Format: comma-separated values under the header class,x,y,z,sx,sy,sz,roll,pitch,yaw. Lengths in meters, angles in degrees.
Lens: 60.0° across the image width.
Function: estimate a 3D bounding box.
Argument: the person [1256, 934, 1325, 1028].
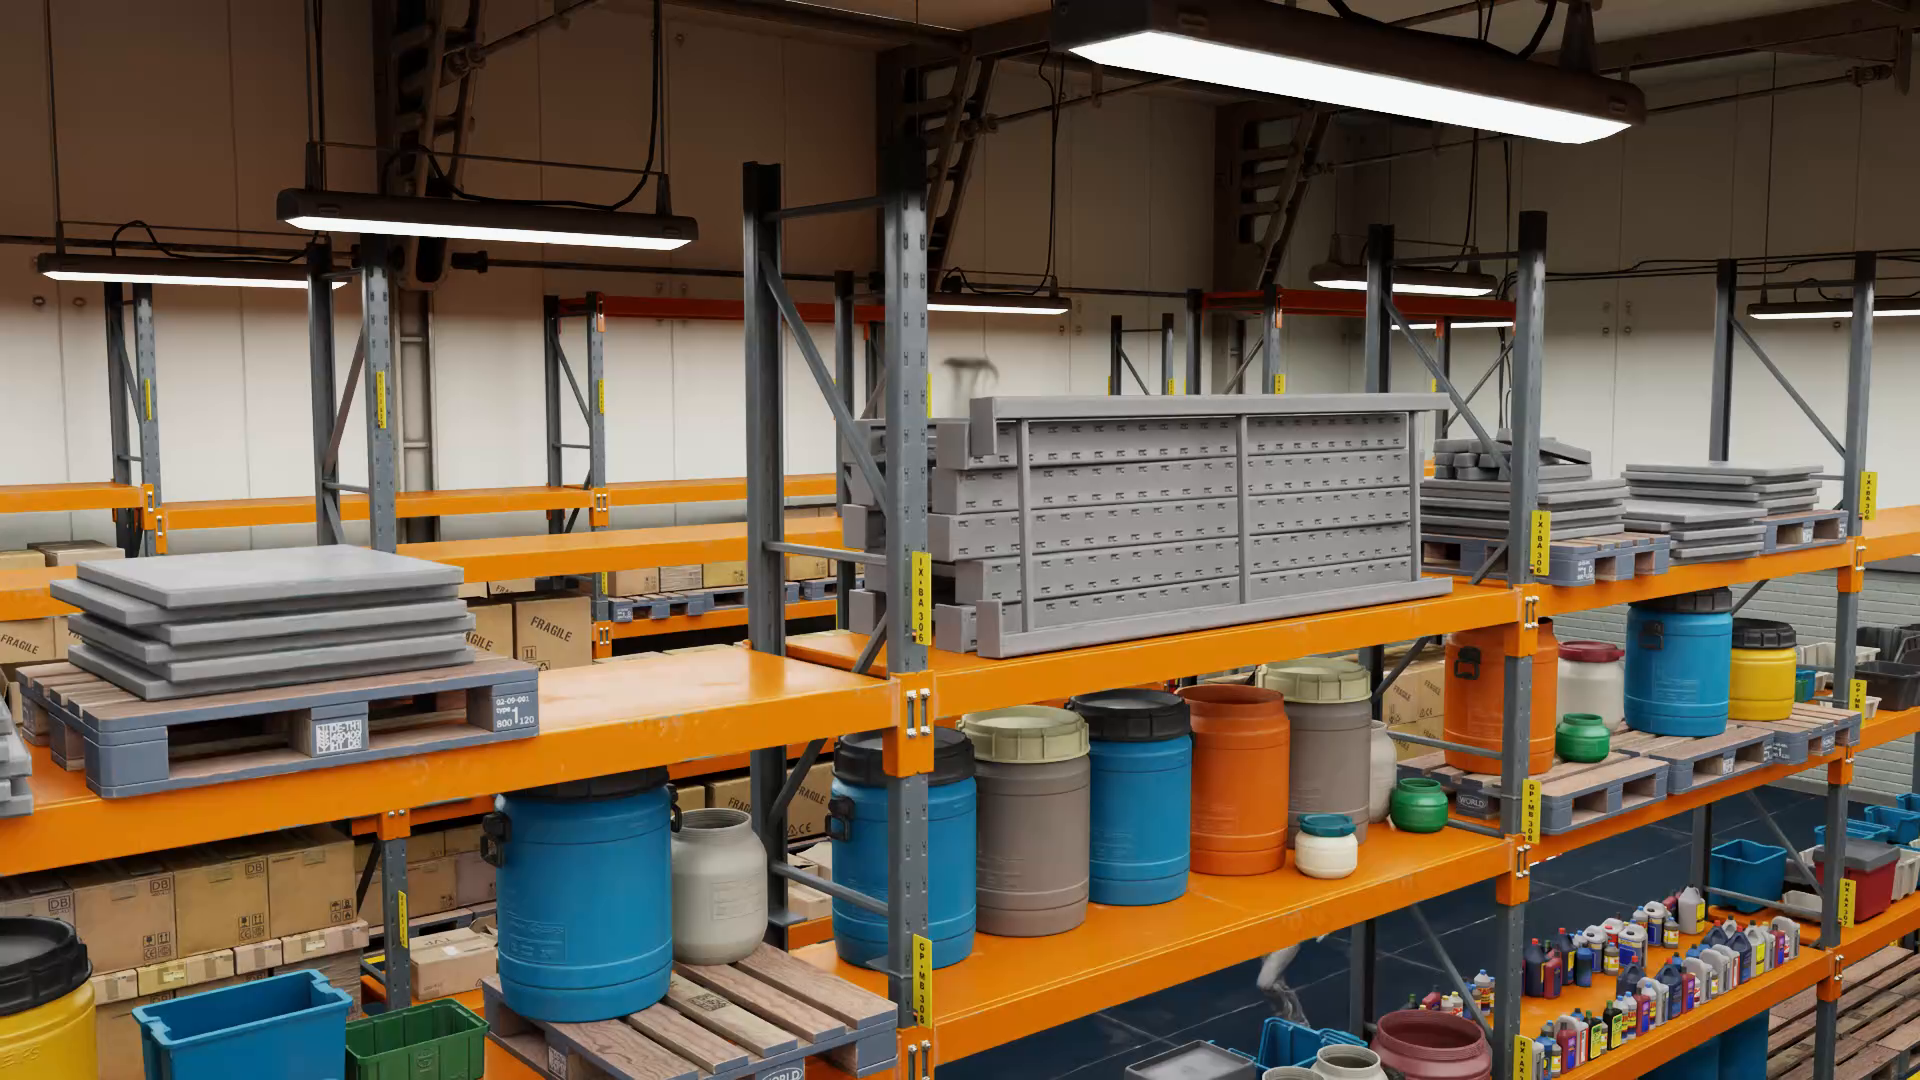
class,x,y,z,sx,sy,sz,roll,pitch,yaw
person,2.460,3.097,12.843,0.722,1.638,0.649,-5,7,-43
